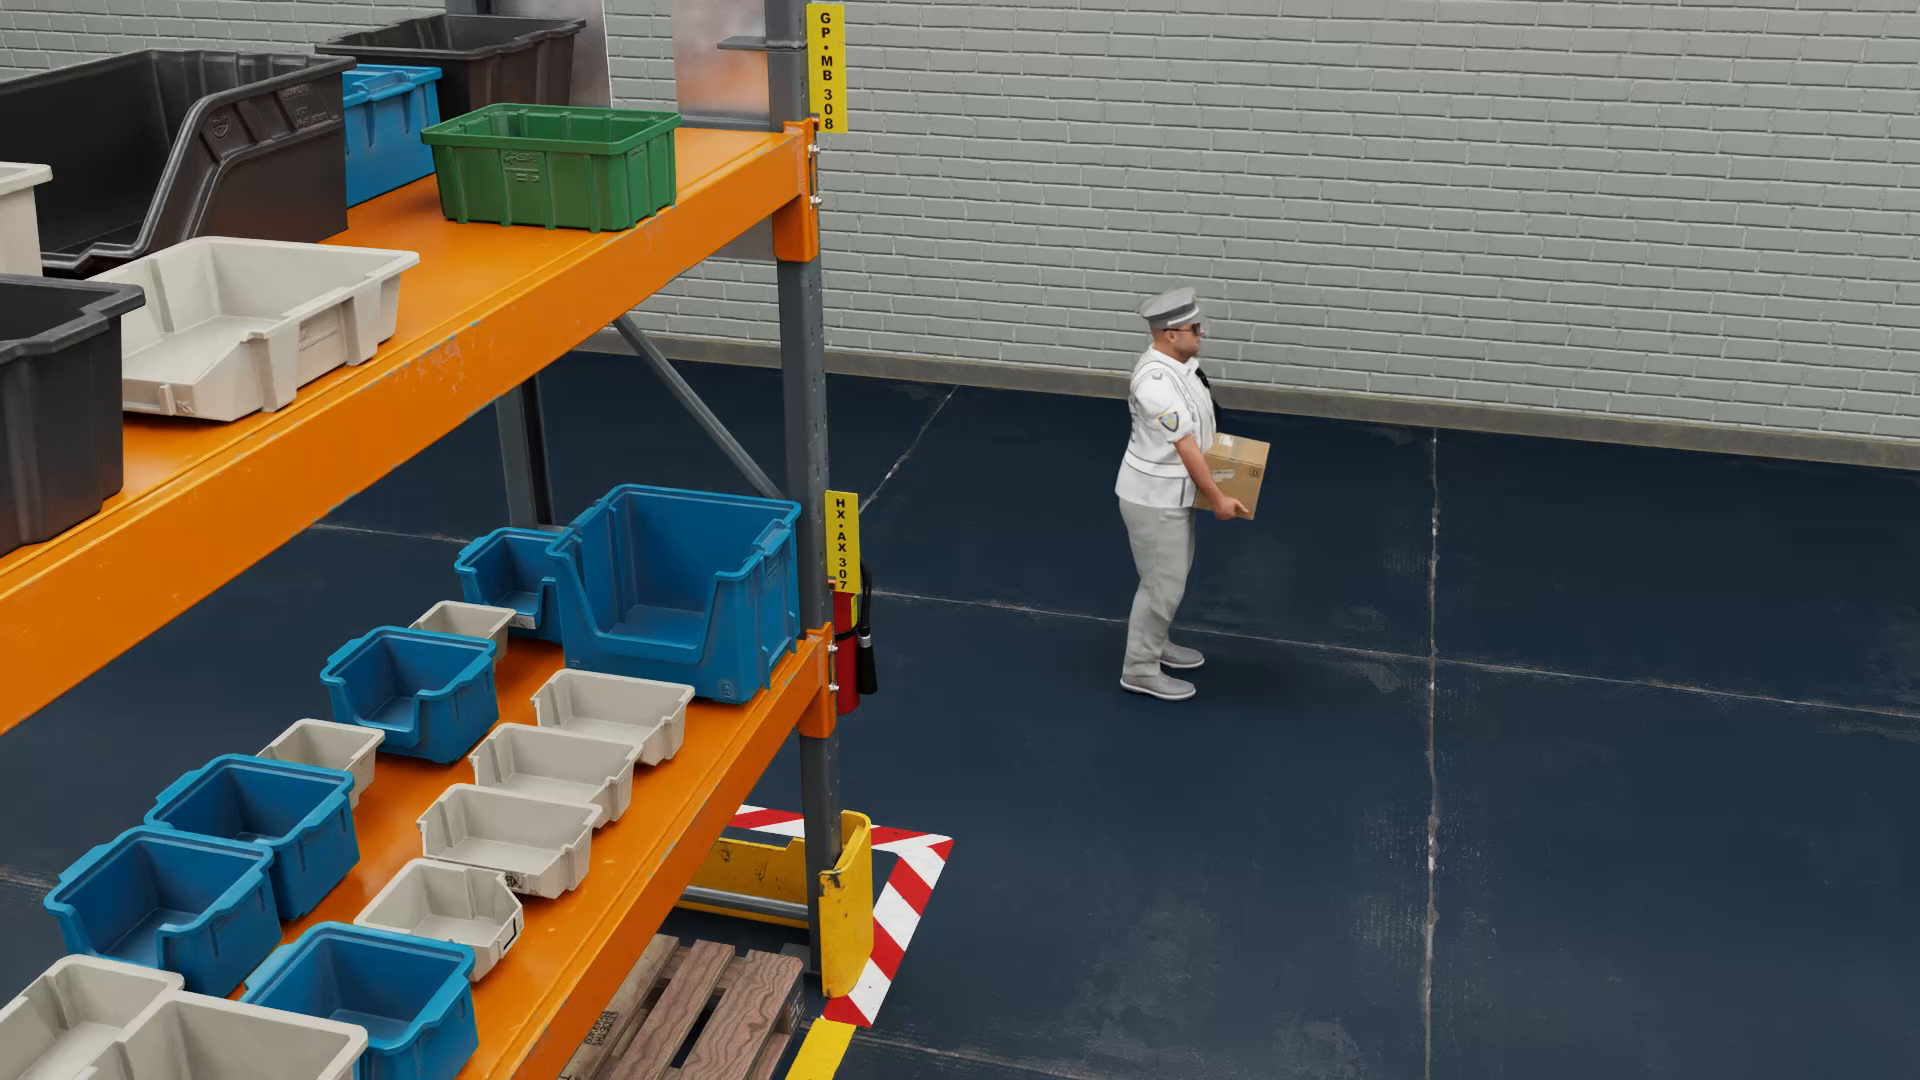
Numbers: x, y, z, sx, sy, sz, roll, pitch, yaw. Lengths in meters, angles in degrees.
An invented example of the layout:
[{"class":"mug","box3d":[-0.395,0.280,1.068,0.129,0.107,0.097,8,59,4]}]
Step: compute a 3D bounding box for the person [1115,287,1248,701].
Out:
[{"class":"person","box3d":[0.943,-0.197,7.005,0.564,1.772,0.490,6,26,13]}]
